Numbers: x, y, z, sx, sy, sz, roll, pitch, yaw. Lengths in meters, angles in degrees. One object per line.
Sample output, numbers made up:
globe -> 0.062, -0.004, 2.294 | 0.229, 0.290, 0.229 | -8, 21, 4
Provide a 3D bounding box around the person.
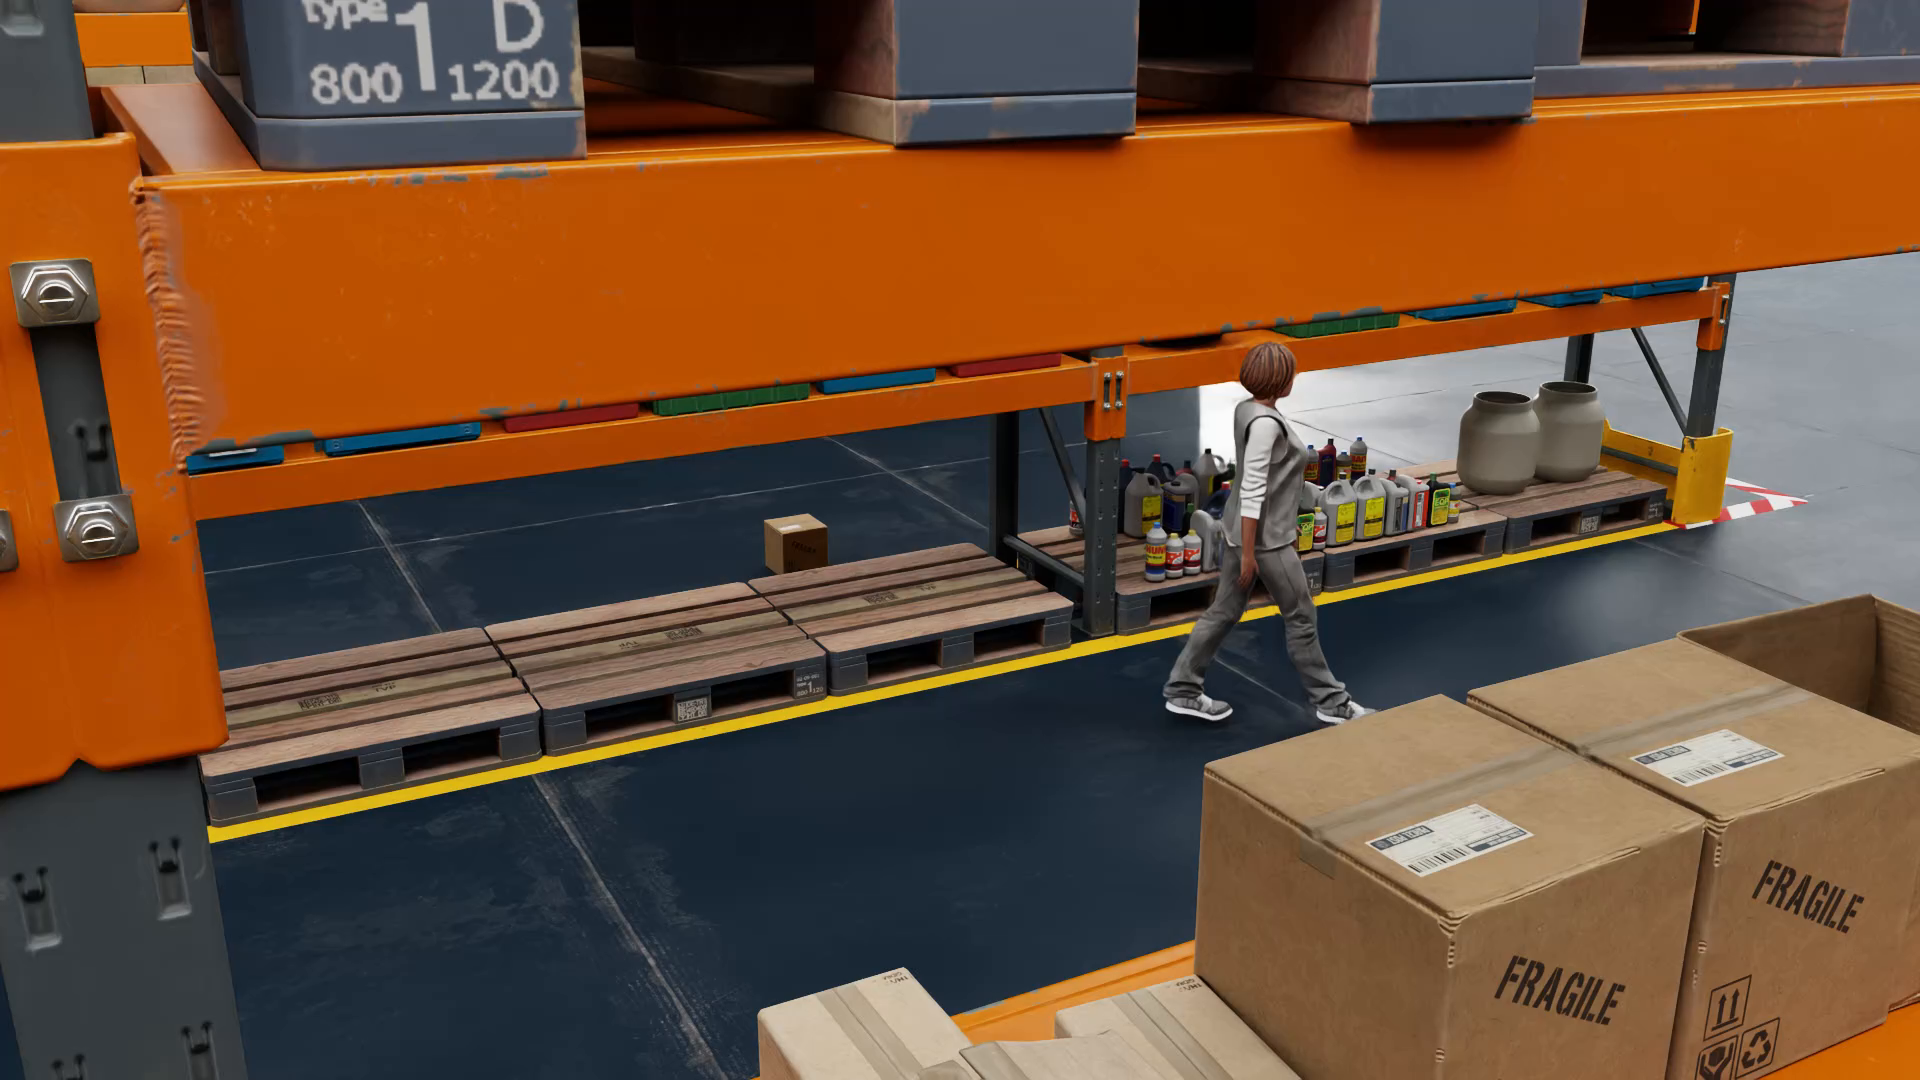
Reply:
person -> 1.265, -0.020, 6.591 | 0.882, 1.556, 0.462 | -1, 19, -3
